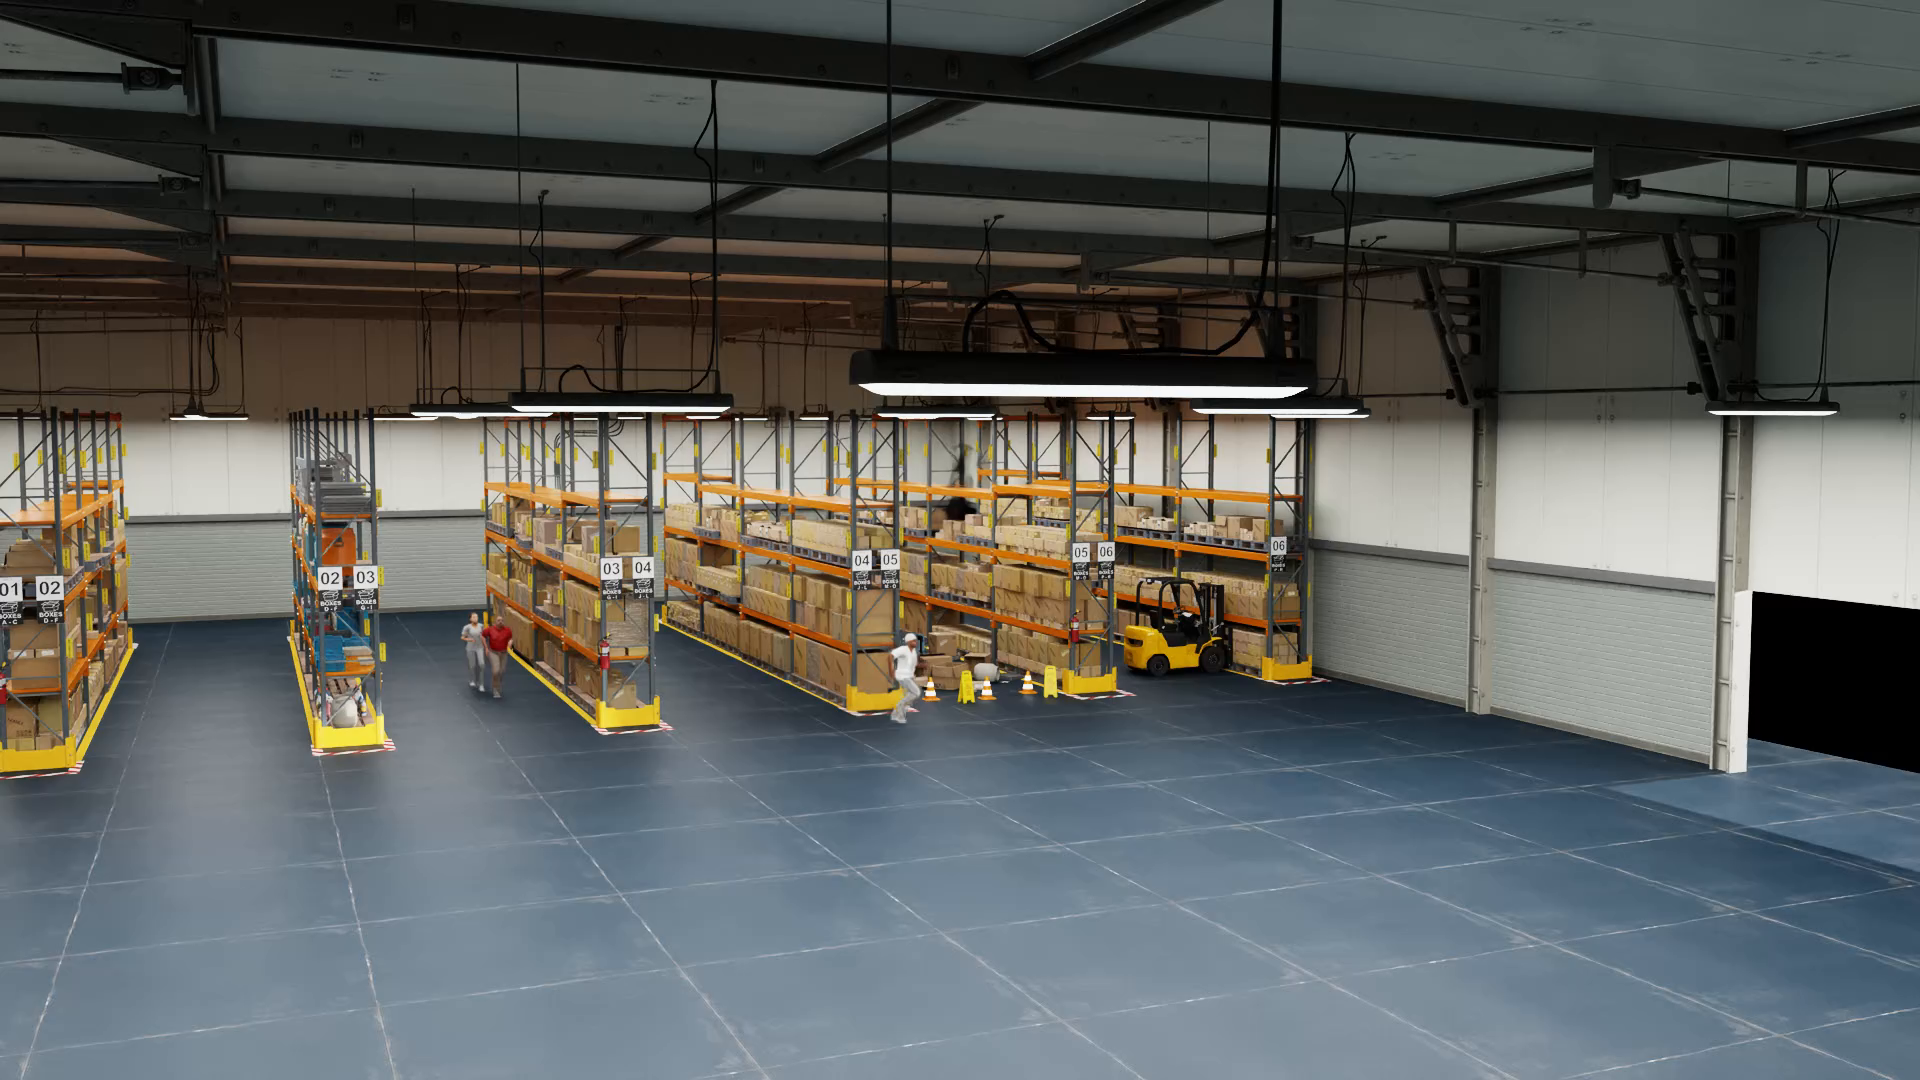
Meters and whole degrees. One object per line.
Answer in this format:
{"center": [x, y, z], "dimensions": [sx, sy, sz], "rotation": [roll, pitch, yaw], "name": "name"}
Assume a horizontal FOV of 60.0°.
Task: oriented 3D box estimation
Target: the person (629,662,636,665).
{"center": [-7.914, 2.084, 39.727], "dimensions": [0.673, 1.768, 0.733], "rotation": [-2, 5, -30], "name": "person"}

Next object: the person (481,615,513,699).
{"center": [-9.676, 2.456, 34.864], "dimensions": [0.590, 1.789, 0.889], "rotation": [-3, 5, -36], "name": "person"}

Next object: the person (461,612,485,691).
{"center": [-10.439, 2.400, 35.735], "dimensions": [0.550, 1.719, 0.745], "rotation": [-2, 5, -28], "name": "person"}

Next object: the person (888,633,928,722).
{"center": [-0.984, 2.633, 31.721], "dimensions": [0.717, 1.707, 0.747], "rotation": [2, 4, 23], "name": "person"}
